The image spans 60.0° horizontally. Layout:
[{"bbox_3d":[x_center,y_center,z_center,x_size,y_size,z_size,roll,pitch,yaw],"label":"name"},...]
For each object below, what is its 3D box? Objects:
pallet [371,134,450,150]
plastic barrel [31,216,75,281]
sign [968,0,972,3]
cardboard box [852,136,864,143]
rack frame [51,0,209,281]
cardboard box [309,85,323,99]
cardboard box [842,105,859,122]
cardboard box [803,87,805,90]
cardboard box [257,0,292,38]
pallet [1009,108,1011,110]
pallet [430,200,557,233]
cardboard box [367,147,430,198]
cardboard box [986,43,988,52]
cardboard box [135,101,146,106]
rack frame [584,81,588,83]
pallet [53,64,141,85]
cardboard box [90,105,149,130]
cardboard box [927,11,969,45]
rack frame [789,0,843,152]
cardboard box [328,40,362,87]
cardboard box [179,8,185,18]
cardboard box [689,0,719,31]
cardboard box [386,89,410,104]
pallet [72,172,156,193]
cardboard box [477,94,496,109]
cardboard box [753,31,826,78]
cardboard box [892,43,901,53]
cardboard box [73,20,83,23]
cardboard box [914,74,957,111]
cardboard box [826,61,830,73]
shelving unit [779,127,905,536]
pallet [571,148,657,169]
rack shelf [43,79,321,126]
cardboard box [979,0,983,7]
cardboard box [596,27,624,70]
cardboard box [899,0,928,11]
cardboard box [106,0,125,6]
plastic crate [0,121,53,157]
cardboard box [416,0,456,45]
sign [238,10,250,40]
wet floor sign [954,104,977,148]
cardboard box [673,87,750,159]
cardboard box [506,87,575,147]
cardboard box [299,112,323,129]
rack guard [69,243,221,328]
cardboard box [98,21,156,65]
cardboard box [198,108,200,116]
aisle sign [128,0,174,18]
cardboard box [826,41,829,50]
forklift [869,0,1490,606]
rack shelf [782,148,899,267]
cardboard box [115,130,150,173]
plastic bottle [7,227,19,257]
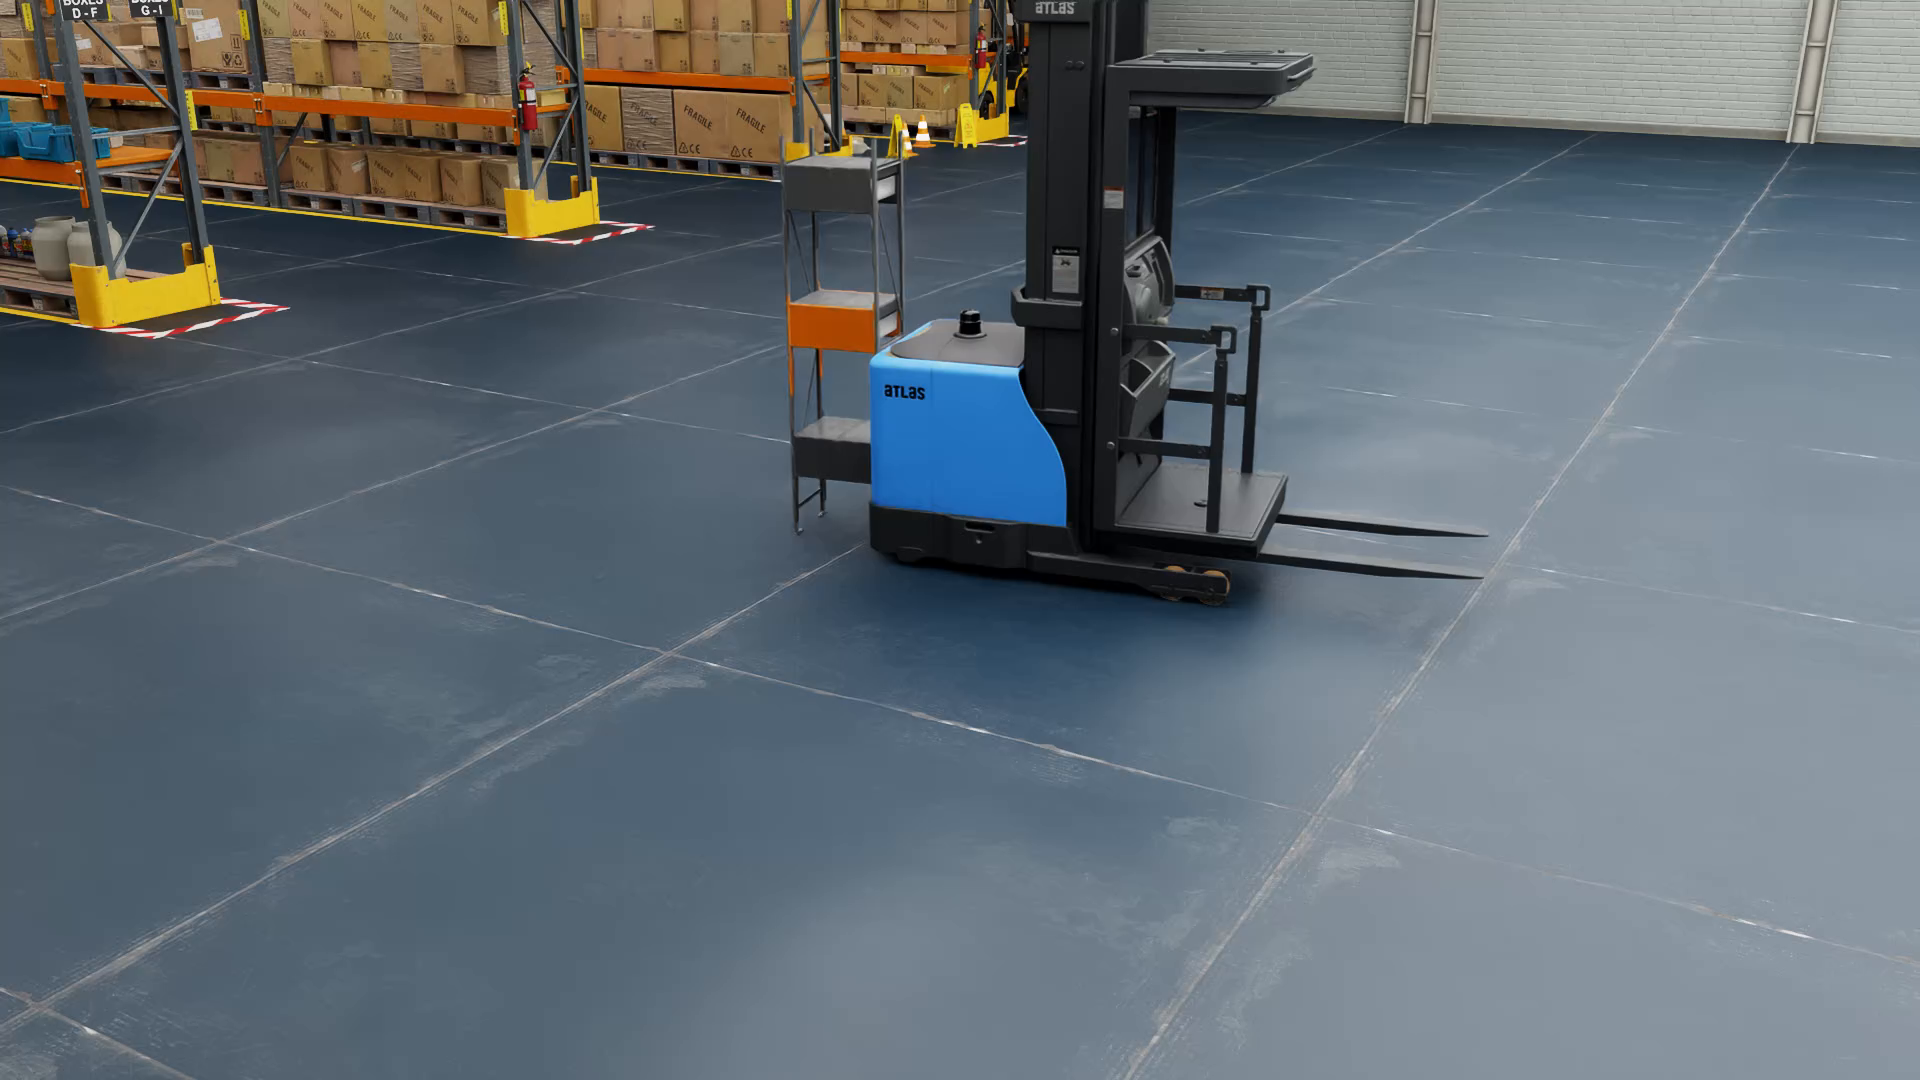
[{"bbox_3d":[-8.220,-6.151,25.512,1.213,0.211,1.003,11,23,27],"label":"pallet"},{"bbox_3d":[-7.860,-2.548,14.524,0.421,0.512,0.421,0,20,0],"label":"plastic barrel"},{"bbox_3d":[0.150,-8.306,25.203,0.005,0.325,0.100,11,23,27],"label":"sign"},{"bbox_3d":[-1.691,-6.051,25.330,0.380,0.149,0.250,-11,23,-29],"label":"cardboard box"},{"bbox_3d":[-6.810,-3.350,13.703,0.127,3.000,1.000,11,23,27],"label":"rack frame"},{"bbox_3d":[-7.179,-5.129,18.975,0.250,0.149,0.380,11,23,27],"label":"cardboard box"},{"bbox_3d":[-1.735,-6.994,27.163,0.500,0.250,0.500,10,22,27],"label":"cardboard box"},{"bbox_3d":[-2.671,-7.519,27.512,0.500,0.500,0.500,12,23,30],"label":"cardboard box"},{"bbox_3d":[-7.618,-5.996,18.948,0.500,0.500,0.500,11,23,27],"label":"cardboard box"},{"bbox_3d":[1.106,-8.261,31.328,1.213,0.211,1.003,11,23,27],"label":"pallet"},{"bbox_3d":[-5.153,-3.672,18.679,1.213,0.211,1.003,11,23,27],"label":"pallet"},{"bbox_3d":[-6.473,-4.261,19.263,0.500,0.500,0.500,9,22,23],"label":"cardboard box"},{"bbox_3d":[0.242,-7.775,26.269,0.250,0.149,0.380,11,23,28],"label":"cardboard box"},{"bbox_3d":[-13.682,-7.423,28.059,0.250,0.149,0.380,11,23,29],"label":"cardboard box"},{"bbox_3d":[-6.546,-9.106,29.568,0.127,3.000,1.000,11,23,27],"label":"rack frame"},{"bbox_3d":[-10.705,-5.978,21.229,1.003,0.211,1.213,11,23,27],"label":"pallet"},{"bbox_3d":[-10.780,-5.437,21.376,0.500,0.250,0.500,12,23,29],"label":"cardboard box"},{"bbox_3d":[-0.170,-7.970,25.856,0.500,0.500,0.500,10,22,26],"label":"cardboard box"},{"bbox_3d":[-1.888,-6.285,21.792,0.127,3.000,1.000,11,23,27],"label":"rack frame"},{"bbox_3d":[-6.619,-5.437,18.872,0.500,0.500,0.875,11,23,27],"label":"cardboard box"},{"bbox_3d":[-12.244,-8.437,26.605,0.250,0.149,0.380,12,23,30],"label":"cardboard box"},{"bbox_3d":[-3.141,-7.134,22.329,0.550,0.550,0.875,11,23,27],"label":"cardboard box"},{"bbox_3d":[-6.105,-4.911,18.373,0.250,0.149,0.380,11,23,27],"label":"cardboard box"},{"bbox_3d":[-10.698,-4.714,21.551,1.213,0.211,1.003,11,23,27],"label":"pallet"},{"bbox_3d":[-4.962,-4.735,17.887,0.250,0.149,0.380,11,23,27],"label":"cardboard box"},{"bbox_3d":[-2.234,-6.403,21.899,0.550,0.550,0.875,11,23,27],"label":"cardboard box"},{"bbox_3d":[-0.876,-7.832,26.426,0.250,0.149,0.380,11,23,28],"label":"cardboard box"},{"bbox_3d":[-14.698,-8.809,28.167,0.500,0.500,0.500,11,23,28],"label":"cardboard box"},{"bbox_3d":[-0.389,-7.088,26.323,0.500,0.500,0.500,11,23,28],"label":"cardboard box"},{"bbox_3d":[-2.141,-7.701,27.061,0.250,0.149,0.380,12,23,29],"label":"cardboard box"},{"bbox_3d":[-0.592,-1.049,8.678,0.503,2.100,0.431,7,21,17],"label":"shelving unit"},{"bbox_3d":[-4.754,-5.489,23.688,1.213,0.211,1.003,11,23,27],"label":"pallet"},{"bbox_3d":[-9.633,-5.485,20.641,4.000,0.370,1.077,11,23,27],"label":"rack shelf"},{"bbox_3d":[0.389,-9.954,30.811,0.250,0.149,0.380,11,22,27],"label":"cardboard box"},{"bbox_3d":[-4.561,-6.878,23.207,0.550,0.550,0.875,11,23,27],"label":"cardboard box"},{"bbox_3d":[-0.553,-8.538,25.956,0.500,0.500,0.700,11,23,28],"label":"cardboard box"},{"bbox_3d":[-13.800,-9.109,27.528,0.500,0.500,0.500,11,23,29],"label":"cardboard box"},{"bbox_3d":[-7.957,-3.384,14.014,0.408,0.251,0.499,11,23,27],"label":"plastic crate"},{"bbox_3d":[-5.435,-5.581,17.803,0.500,0.500,0.500,11,23,27],"label":"cardboard box"},{"bbox_3d":[-8.155,-5.869,18.947,0.005,0.325,0.100,11,23,27],"label":"sign"},{"bbox_3d":[0.082,-6.318,25.337,0.267,0.644,0.232,-16,26,-38],"label":"wet floor sign"},{"bbox_3d":[-3.281,-5.722,22.741,0.875,0.875,0.875,10,22,26],"label":"cardboard box"},{"bbox_3d":[-5.966,-6.166,24.148,0.750,0.750,1.050,11,23,27],"label":"cardboard box"},{"bbox_3d":[-10.025,-6.757,26.142,0.500,0.500,0.500,12,23,29],"label":"cardboard box"},{"bbox_3d":[-6.900,-2.174,14.125,0.348,0.500,1.175,11,23,27],"label":"rack guard"},{"bbox_3d":[-10.352,-6.259,20.958,0.500,0.500,0.700,15,25,35],"label":"cardboard box"},{"bbox_3d":[-12.873,-7.101,27.608,0.250,0.149,0.380,11,23,28],"label":"cardboard box"},{"bbox_3d":[-6.605,-4.648,13.467,0.004,0.787,0.394,11,23,27],"label":"aisle sign"},{"bbox_3d":[-1.996,-8.026,26.961,0.250,0.149,0.380,11,23,27],"label":"cardboard box"},{"bbox_3d":[1.109,-1.267,8.059,3.031,2.935,1.130,7,21,17],"label":"forklift"},{"bbox_3d":[-0.592,-1.694,8.444,0.480,0.518,0.431,7,21,17],"label":"rack shelf"},{"bbox_3d":[-10.294,-4.993,21.252,0.500,0.500,0.700,9,22,23],"label":"cardboard box"},{"bbox_3d":[-8.805,-2.776,15.476,0.097,0.271,0.097,0,20,0],"label":"plastic bottle"}]
